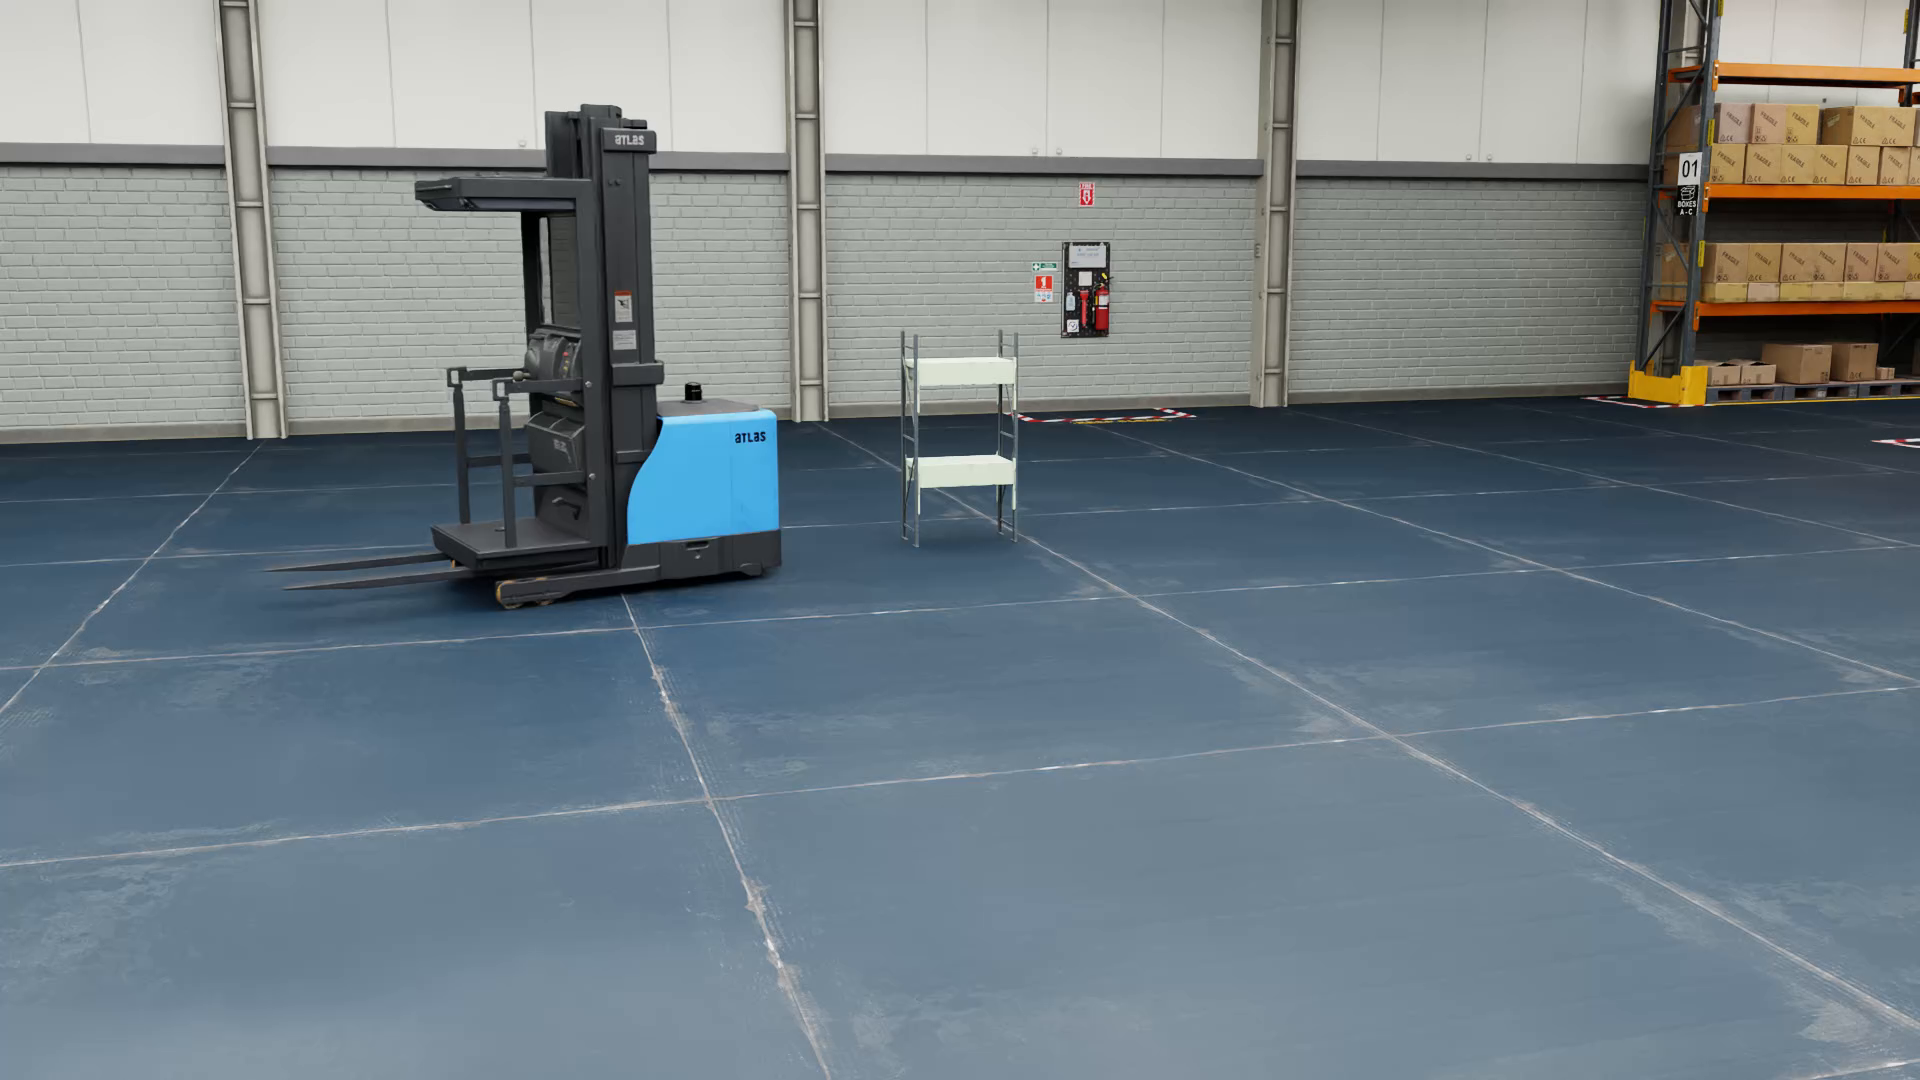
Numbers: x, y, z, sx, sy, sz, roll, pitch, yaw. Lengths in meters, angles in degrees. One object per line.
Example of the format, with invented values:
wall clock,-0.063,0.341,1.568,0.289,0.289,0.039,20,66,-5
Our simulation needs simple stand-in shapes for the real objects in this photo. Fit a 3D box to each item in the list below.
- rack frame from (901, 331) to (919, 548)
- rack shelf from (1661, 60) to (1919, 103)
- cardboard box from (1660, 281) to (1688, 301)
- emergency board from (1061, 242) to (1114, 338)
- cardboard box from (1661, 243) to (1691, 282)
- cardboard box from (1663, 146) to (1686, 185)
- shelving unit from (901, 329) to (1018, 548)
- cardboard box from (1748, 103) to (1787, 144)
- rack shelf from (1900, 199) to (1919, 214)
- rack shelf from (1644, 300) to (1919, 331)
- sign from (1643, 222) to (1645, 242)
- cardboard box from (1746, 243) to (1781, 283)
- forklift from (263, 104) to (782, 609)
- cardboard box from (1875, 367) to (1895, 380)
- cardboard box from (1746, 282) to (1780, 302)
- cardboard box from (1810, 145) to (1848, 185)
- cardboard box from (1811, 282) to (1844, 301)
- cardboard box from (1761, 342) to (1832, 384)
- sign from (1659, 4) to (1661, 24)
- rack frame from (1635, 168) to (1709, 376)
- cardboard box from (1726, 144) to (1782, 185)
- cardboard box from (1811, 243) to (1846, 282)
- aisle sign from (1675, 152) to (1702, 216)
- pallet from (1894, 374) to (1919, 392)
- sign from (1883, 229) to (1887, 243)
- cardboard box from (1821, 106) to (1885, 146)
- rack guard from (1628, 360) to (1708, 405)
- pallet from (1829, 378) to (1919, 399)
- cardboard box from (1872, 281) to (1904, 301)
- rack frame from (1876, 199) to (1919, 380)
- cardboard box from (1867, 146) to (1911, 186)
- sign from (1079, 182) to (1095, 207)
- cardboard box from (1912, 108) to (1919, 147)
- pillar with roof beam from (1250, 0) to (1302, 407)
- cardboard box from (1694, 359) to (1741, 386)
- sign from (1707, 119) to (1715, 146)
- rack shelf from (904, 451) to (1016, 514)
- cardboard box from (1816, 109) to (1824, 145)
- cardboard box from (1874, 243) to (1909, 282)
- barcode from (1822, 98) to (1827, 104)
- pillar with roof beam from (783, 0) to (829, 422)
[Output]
rack frame,-0.358,-0.719,11.808,0.023,1.500,0.400,-3,11,-16
rack shelf,11.226,-6.019,21.883,4.000,0.370,1.077,-3,11,-16
cardboard box,9.700,-3.316,22.134,0.500,0.250,0.500,-3,11,-15
emergency board,1.592,-3.087,20.528,0.643,1.169,0.194,-3,11,-16
cardboard box,9.699,-3.688,22.085,0.500,0.500,0.500,-3,11,-17
cardboard box,9.635,-4.922,21.882,0.500,0.500,0.500,-2,11,-12
shelving unit,-0.006,-0.737,11.909,0.755,1.500,0.431,-3,11,-16
cardboard box,10.239,-5.343,21.405,0.500,0.500,0.500,-3,11,-17
rack shelf,15.066,-4.748,23.254,4.000,0.370,1.077,-3,11,-16
rack shelf,11.226,-3.070,22.426,4.000,0.370,1.077,-3,11,-16
sign,9.170,-4.145,22.207,0.005,0.325,0.100,-3,11,-16
cardboard box,10.325,-3.623,21.729,0.500,0.500,0.500,-3,11,-16
forklift,-2.681,-1.143,10.160,3.031,2.935,1.130,-6,12,-31
cardboard box,12.641,-2.316,22.952,0.250,0.166,0.380,-5,11,-23
cardboard box,10.357,-3.257,21.813,0.500,0.250,0.500,-3,11,-18
cardboard box,11.228,-4.909,21.812,0.500,0.500,0.500,-2,11,-12
cardboard box,11.334,-3.307,22.085,0.500,0.250,0.500,-3,11,-15
cardboard box,11.261,-2.386,22.414,0.500,0.500,0.700,-4,11,-20
sign,9.170,-6.908,21.699,0.005,0.325,0.100,-3,11,-16
rack frame,9.306,-3.323,21.811,0.127,3.000,1.000,-3,11,-16
cardboard box,10.222,-4.851,21.498,0.500,0.500,0.500,-2,11,-12
cardboard box,11.315,-3.676,22.018,0.500,0.500,0.500,-3,11,-14
aisle sign,9.320,-4.546,21.273,0.004,0.787,0.394,-3,11,-16
pallet,13.893,-2.193,23.378,1.213,0.211,1.003,-3,11,-16
sign,12.988,-4.191,23.329,0.005,0.325,0.100,-3,11,-16
cardboard box,11.719,-5.421,21.830,0.500,0.500,0.500,-3,11,-18
rack guard,9.378,-2.097,22.058,0.348,0.500,1.175,-3,11,-16
pallet,12.511,-2.114,22.945,1.213,0.211,1.003,-3,11,-16
cardboard box,12.295,-3.361,22.377,0.500,0.250,0.500,-3,11,-16
rack frame,13.146,-3.525,22.911,0.127,3.000,1.000,-3,11,-16
cardboard box,12.241,-4.968,22.129,0.500,0.500,0.500,-4,11,-21
sign,1.556,-4.244,20.410,0.199,0.298,0.001,-3,11,-16
cardboard box,12.741,-5.479,22.144,0.500,0.500,0.500,-4,11,-21
pillar with roof beam,5.178,-5.407,16.563,0.400,9.000,9.100,-3,11,-16
cardboard box,9.995,-2.236,22.120,0.500,0.311,0.500,-4,11,-22
sign,9.457,-5.134,20.948,0.005,0.325,0.100,-3,11,-16
rack shelf,-0.006,-0.417,11.968,0.720,0.370,0.431,-3,11,-16
cardboard box,11.132,-5.491,22.210,0.500,0.500,0.500,-3,11,-16
cardboard box,12.301,-3.726,22.290,0.500,0.500,0.500,-3,11,-16
barcode,11.691,-5.939,22.491,0.075,0.075,0.001,-3,11,-16
pillar with roof beam,-0.583,-5.103,14.913,0.400,9.000,9.100,-3,11,-16
